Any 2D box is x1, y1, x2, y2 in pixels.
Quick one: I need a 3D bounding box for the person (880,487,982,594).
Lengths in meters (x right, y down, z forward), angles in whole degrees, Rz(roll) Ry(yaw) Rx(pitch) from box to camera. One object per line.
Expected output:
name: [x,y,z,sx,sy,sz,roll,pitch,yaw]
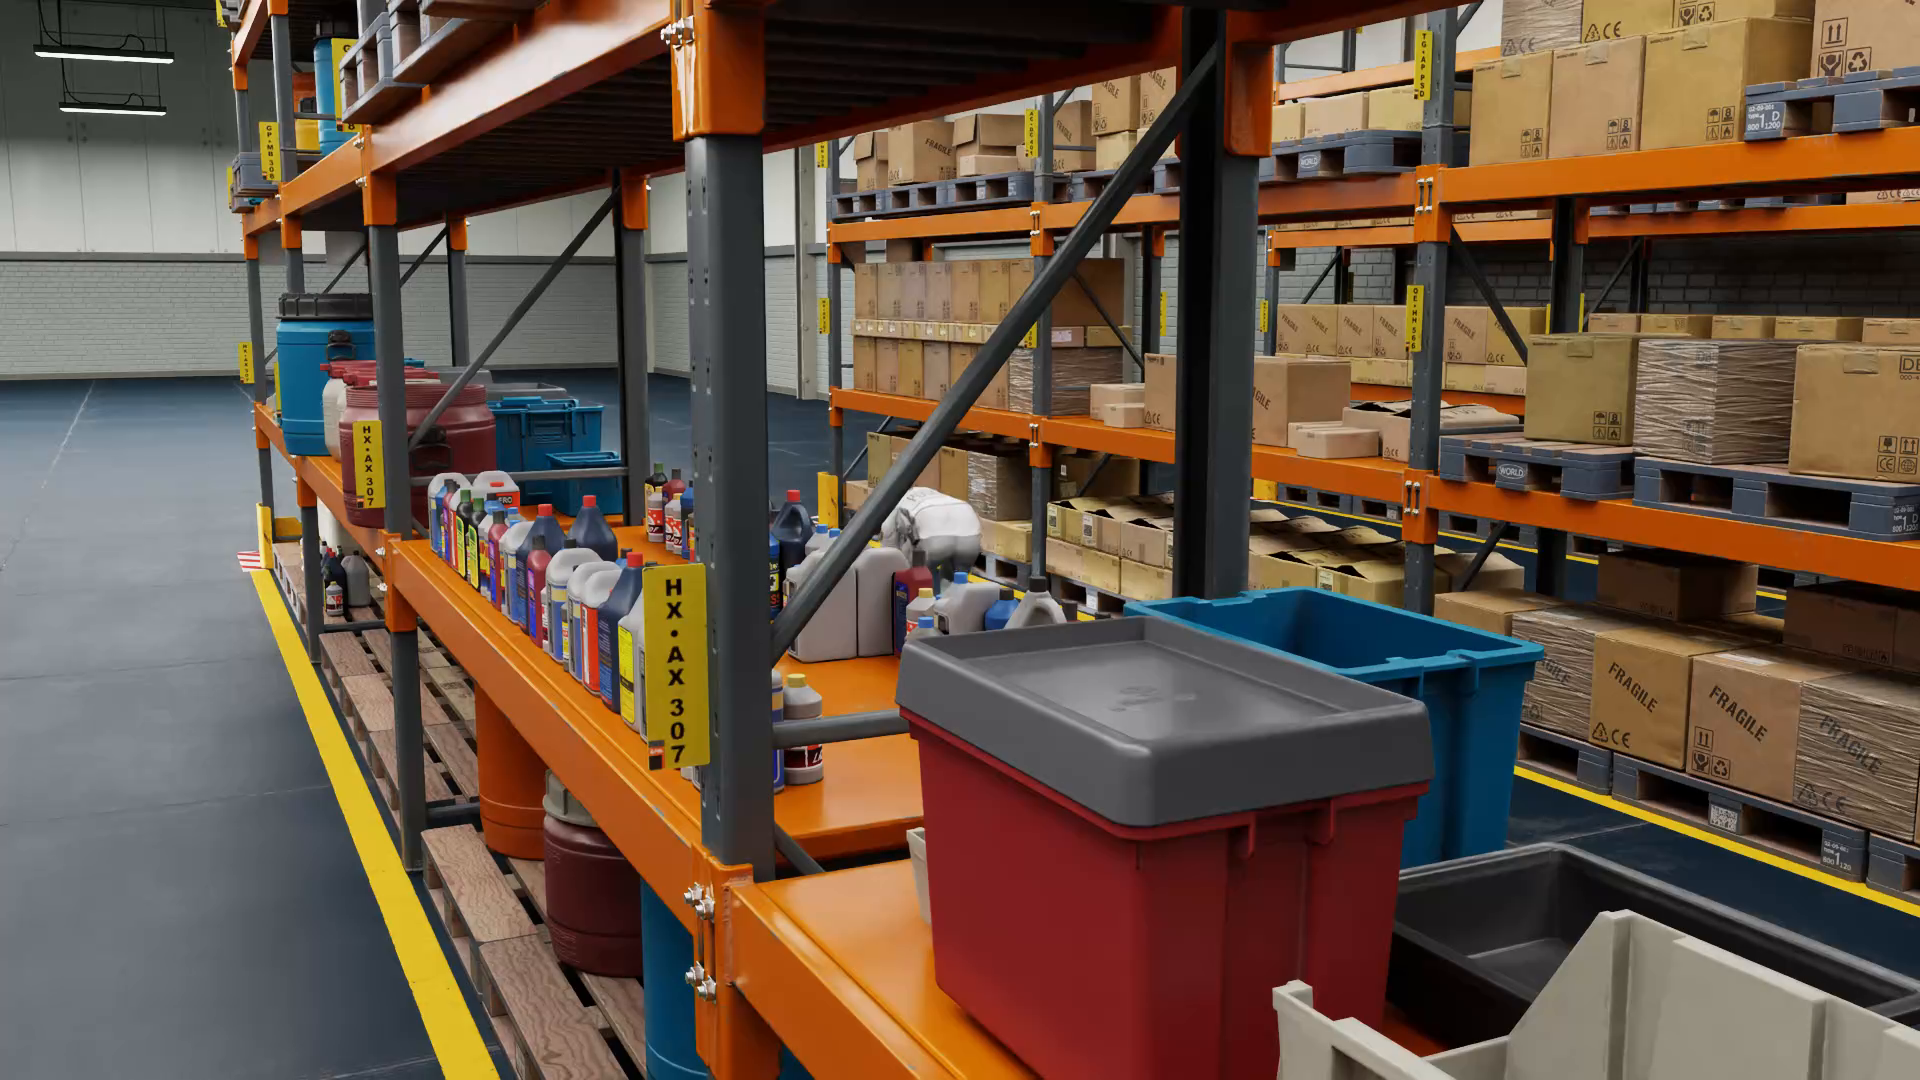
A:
person: [-0.224,0.163,10.494,0.503,1.000,0.937,-5,10,-29]
